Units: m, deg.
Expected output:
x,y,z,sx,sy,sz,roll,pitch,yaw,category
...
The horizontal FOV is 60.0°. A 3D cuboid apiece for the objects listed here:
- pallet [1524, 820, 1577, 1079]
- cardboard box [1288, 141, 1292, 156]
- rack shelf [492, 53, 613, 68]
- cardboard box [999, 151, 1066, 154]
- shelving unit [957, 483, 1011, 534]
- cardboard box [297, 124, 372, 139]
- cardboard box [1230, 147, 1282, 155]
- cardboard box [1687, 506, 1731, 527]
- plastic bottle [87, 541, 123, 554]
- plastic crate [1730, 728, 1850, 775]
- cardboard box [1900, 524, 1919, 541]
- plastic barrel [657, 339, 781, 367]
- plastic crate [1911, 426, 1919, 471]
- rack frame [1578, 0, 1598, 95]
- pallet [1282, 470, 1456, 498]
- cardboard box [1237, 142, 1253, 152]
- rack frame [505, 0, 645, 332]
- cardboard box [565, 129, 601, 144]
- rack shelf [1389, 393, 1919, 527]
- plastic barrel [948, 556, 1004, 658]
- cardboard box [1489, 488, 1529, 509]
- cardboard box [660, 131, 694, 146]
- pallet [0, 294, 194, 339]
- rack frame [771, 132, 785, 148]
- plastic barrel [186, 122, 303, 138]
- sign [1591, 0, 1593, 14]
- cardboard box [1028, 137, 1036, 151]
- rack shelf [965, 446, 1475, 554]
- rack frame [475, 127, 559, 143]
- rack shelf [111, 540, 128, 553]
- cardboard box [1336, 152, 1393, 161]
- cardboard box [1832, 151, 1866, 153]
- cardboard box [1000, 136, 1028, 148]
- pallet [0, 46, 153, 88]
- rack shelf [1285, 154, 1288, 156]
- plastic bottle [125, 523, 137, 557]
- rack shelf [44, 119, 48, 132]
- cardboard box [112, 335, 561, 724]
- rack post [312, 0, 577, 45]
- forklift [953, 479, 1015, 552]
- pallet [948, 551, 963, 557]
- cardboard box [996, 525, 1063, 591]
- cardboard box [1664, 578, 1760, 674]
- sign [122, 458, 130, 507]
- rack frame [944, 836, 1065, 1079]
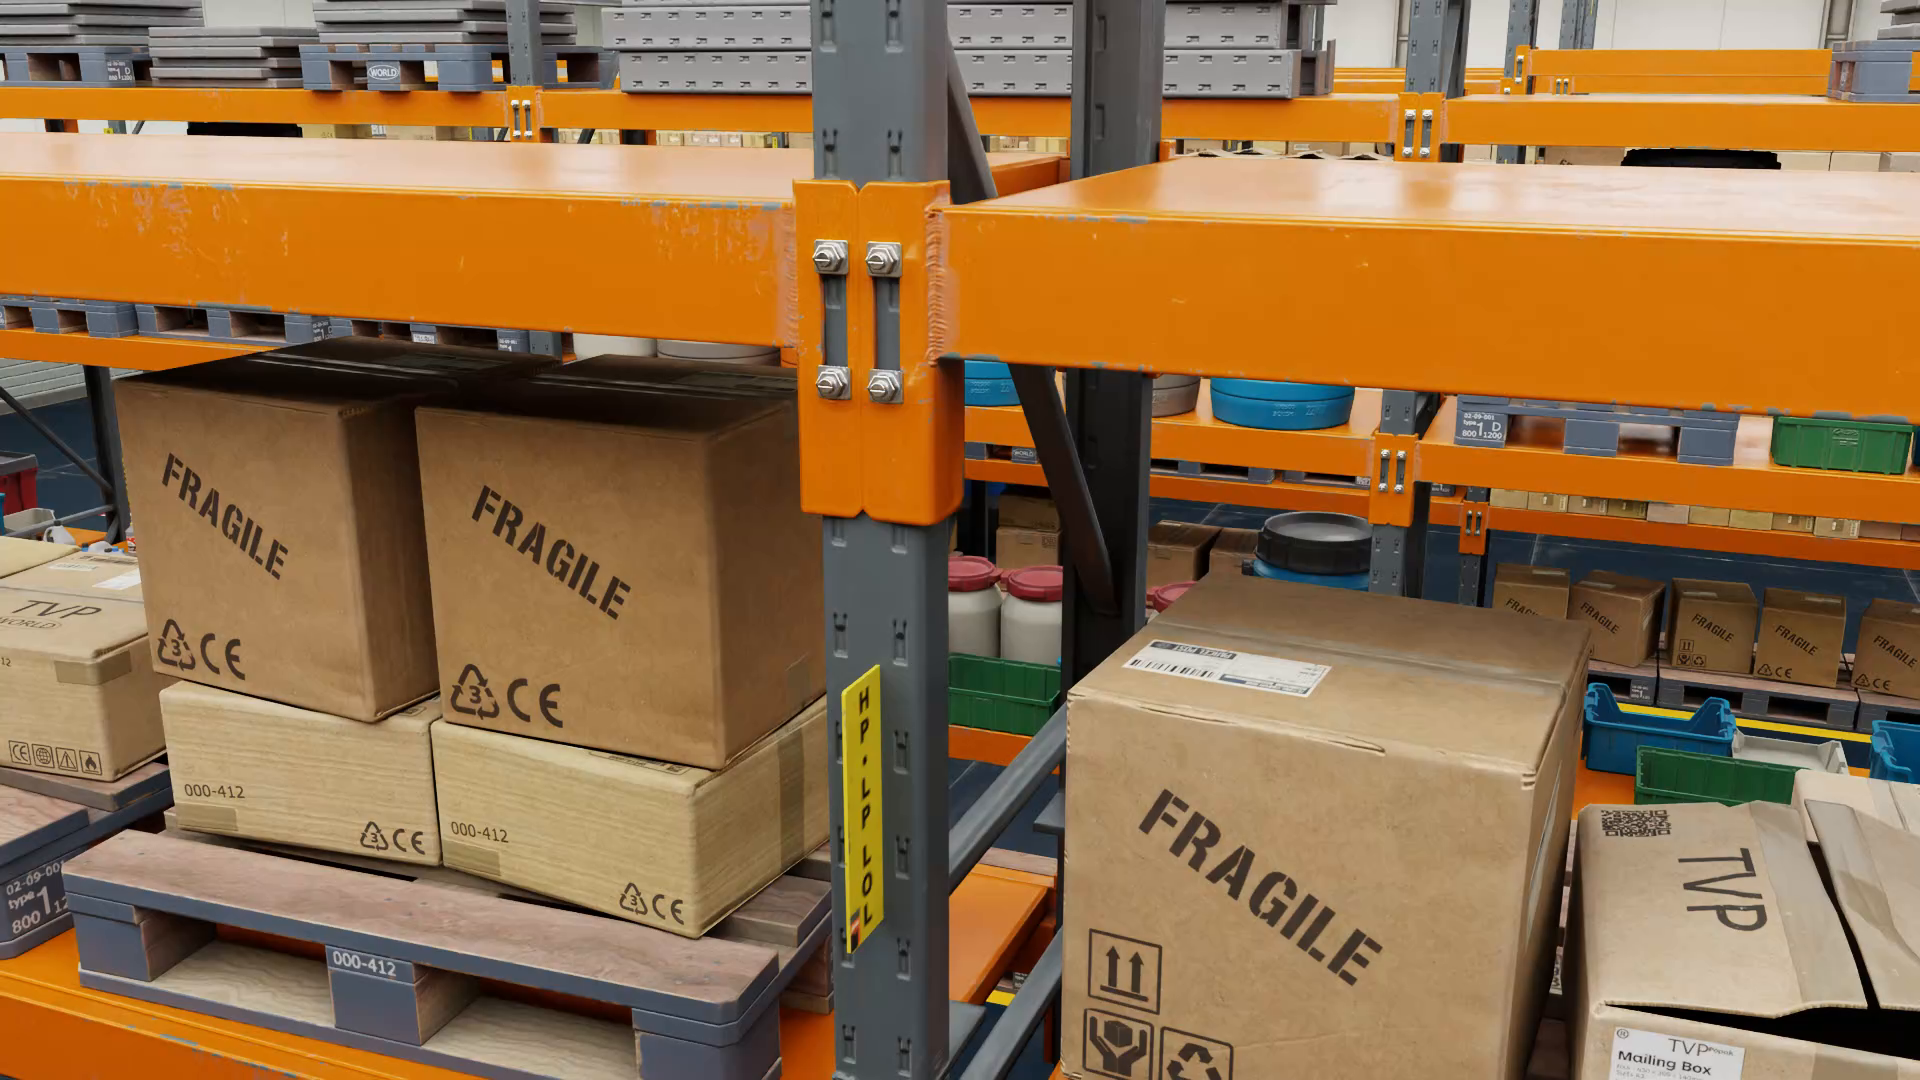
x,y,z,sx,sy,sz,roll,pitch,yaw,category
0.883,0.692,2.264,1.213,0.211,1.003,6,17,21,pallet
4.511,-4.927,21.283,0.500,0.500,0.700,6,17,21,cardboard box
-3.671,-5.392,18.979,4.000,0.370,1.077,6,17,21,rack shelf
0.533,-2.713,12.759,0.500,0.500,0.500,7,18,22,cardboard box
0.182,-0.797,14.189,0.503,2.100,0.431,1,18,-1,shelving unit
-5.570,-3.676,14.694,0.500,0.250,0.500,6,17,19,cardboard box
2.993,-3.863,17.022,0.500,0.311,0.500,6,17,21,cardboard box
4.980,-0.217,11.068,0.250,0.149,0.380,6,17,21,cardboard box
-4.910,0.150,9.575,0.135,0.276,0.152,6,17,21,plastic bottle
3.504,0.953,7.062,0.437,0.136,0.530,6,17,21,plastic crate
6.170,-0.109,10.695,0.250,0.149,0.380,6,17,21,cardboard box
-1.136,-1.225,7.809,0.600,0.901,0.600,0,16,0,plastic barrel
3.737,-0.415,5.948,0.575,0.384,0.392,6,17,21,plastic crate
9.172,-7.298,24.248,0.127,3.000,1.000,6,17,21,rack frame
3.060,-0.583,12.222,1.213,0.211,1.003,6,17,21,pallet
4.417,-6.235,26.237,0.500,0.250,0.500,6,17,21,cardboard box
-1.820,-2.565,7.944,0.127,3.000,1.000,6,17,21,rack frame
-4.353,-4.669,19.230,0.250,0.149,0.380,7,18,22,cardboard box
3.761,-0.165,6.348,4.000,0.370,1.077,6,17,21,rack shelf
0.006,0.386,8.296,0.433,0.535,0.433,0,16,0,plastic barrel
3.808,-0.338,11.486,0.250,0.149,0.380,6,17,21,cardboard box
-3.174,-4.519,18.714,0.250,0.149,0.380,6,17,18,cardboard box
-4.776,-1.388,9.609,1.003,0.211,1.213,6,17,21,pallet
-1.810,-5.535,18.174,0.127,3.000,1.000,6,17,21,rack frame
-3.897,-1.841,9.178,0.708,0.901,0.600,6,17,21,plastic barrel
8.984,-7.643,23.618,0.005,0.325,0.100,6,17,21,sign
0.904,-4.282,17.687,0.258,0.266,0.396,6,17,21,cardboard box
1.858,-0.418,12.601,4.000,0.370,1.077,6,17,21,rack shelf
-3.724,-4.259,13.778,0.127,3.000,1.000,6,17,21,rack frame
-3.681,0.457,9.585,4.000,0.370,1.077,6,17,21,rack shelf
3.921,-3.605,16.134,0.500,0.311,0.500,6,17,19,cardboard box
7.732,-3.455,14.479,0.250,0.149,0.380,6,17,20,cardboard box
0.626,-5.473,22.408,0.500,0.500,0.500,6,17,20,cardboard box
-4.760,-2.614,9.171,1.213,0.211,1.003,6,17,21,pallet
3.590,-6.126,26.881,4.000,0.370,1.077,6,17,21,rack shelf
-5.084,-0.007,10.249,0.097,0.201,0.097,0,16,0,plastic bottle
-7.402,-2.641,10.214,4.000,0.370,1.077,6,17,21,rack shelf
-1.018,-0.046,2.819,0.500,0.500,0.500,8,18,26,cardboard box
-2.509,-2.592,8.173,0.937,0.300,0.954,6,17,21,rack post
-0.212,-1.650,15.677,1.130,2.935,3.031,-3,17,-11,forklift
-0.709,0.271,13.939,1.213,0.211,1.003,6,17,21,pallet
0.628,0.084,13.274,0.500,0.500,0.700,5,17,18,cardboard box
5.217,0.591,11.565,0.500,0.500,0.500,5,17,16,cardboard box
-5.338,-0.368,10.642,0.005,0.325,0.100,6,17,21,sign
0.080,2.010,2.947,0.127,3.000,1.000,6,17,21,rack frame
